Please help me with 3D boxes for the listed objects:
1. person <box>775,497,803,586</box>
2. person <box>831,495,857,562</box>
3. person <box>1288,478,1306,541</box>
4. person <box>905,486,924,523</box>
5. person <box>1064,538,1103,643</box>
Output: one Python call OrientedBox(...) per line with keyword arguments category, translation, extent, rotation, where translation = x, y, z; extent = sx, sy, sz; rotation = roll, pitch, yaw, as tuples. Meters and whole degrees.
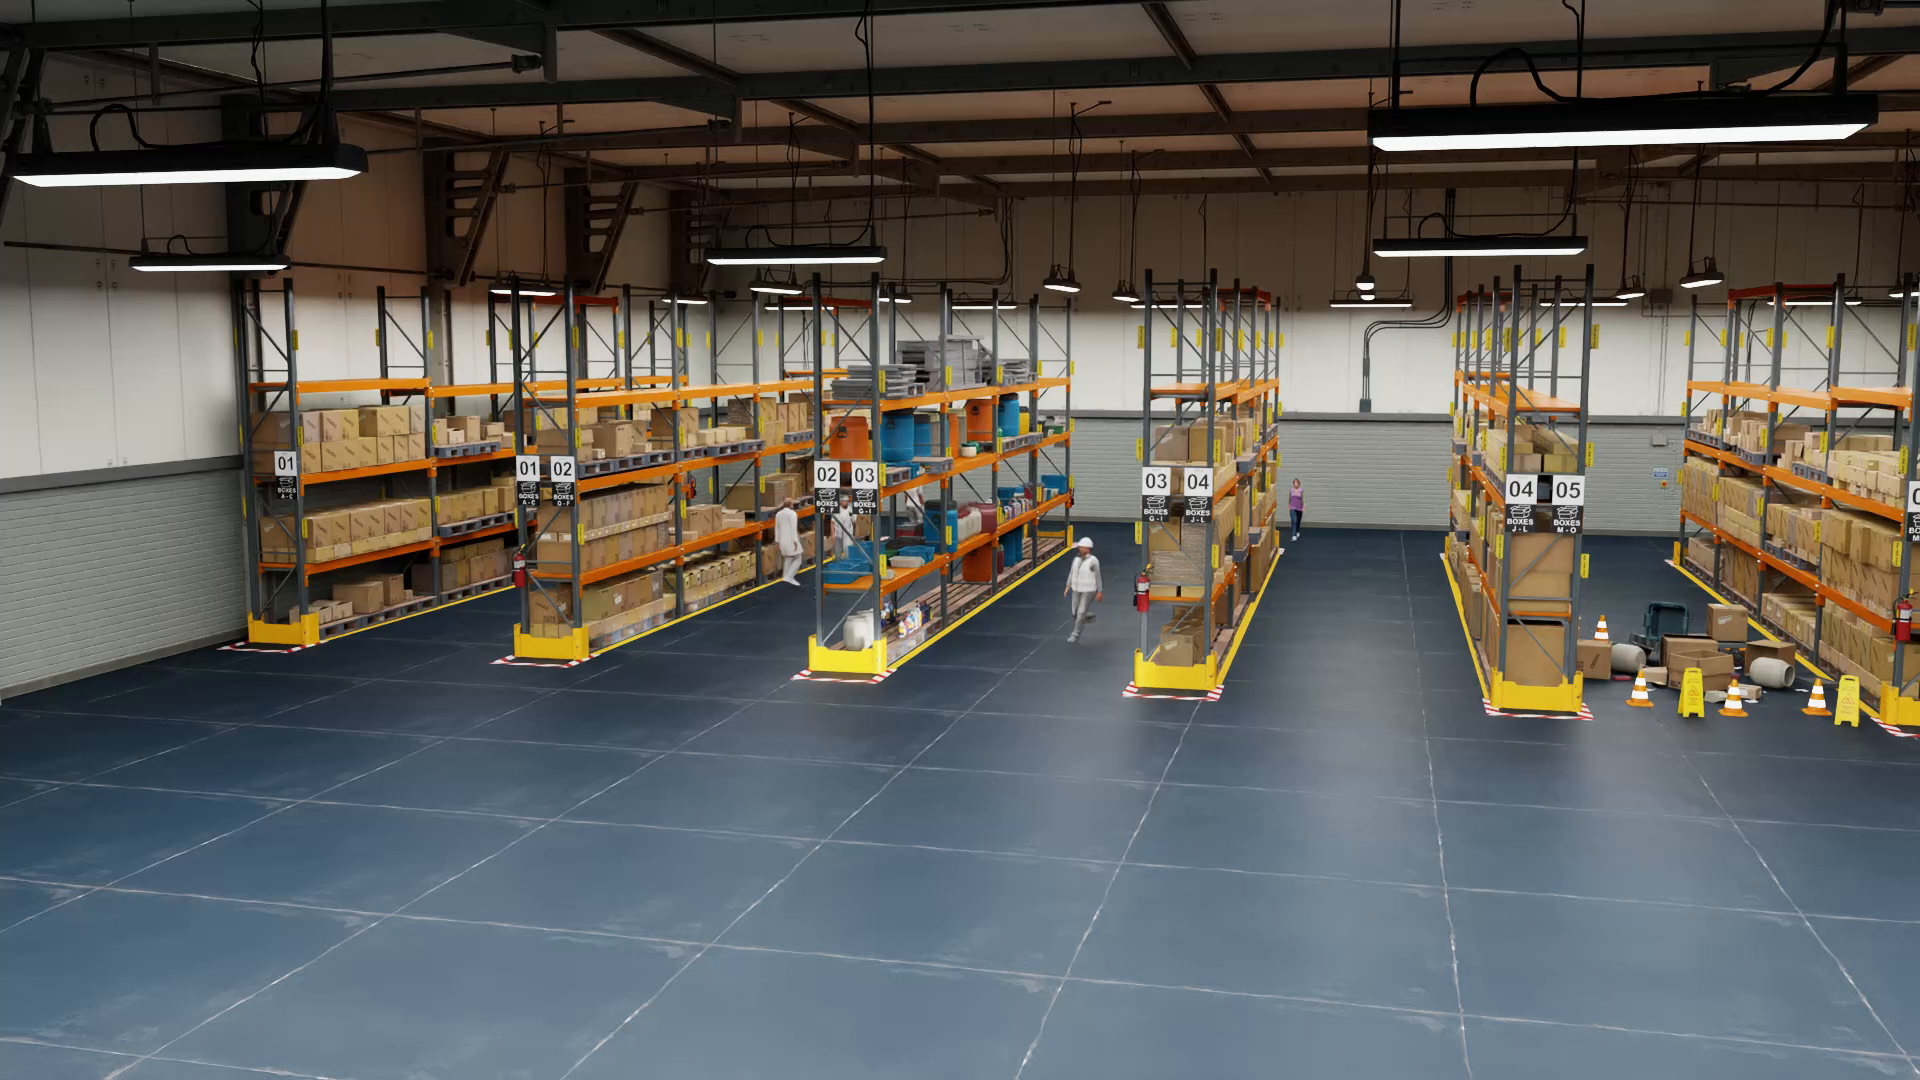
OrientedBox(category="person", translation=(-3.388, 0.036, 32.617), extent=(0.635, 1.722, 0.619), rotation=(3, 7, 22))
OrientedBox(category="person", translation=(-2.381, -0.137, 34.042), extent=(0.518, 1.660, 1.002), rotation=(1, 7, 4))
OrientedBox(category="person", translation=(8.465, -0.784, 41.764), extent=(0.405, 1.536, 1.009), rotation=(1, 7, 5))
OrientedBox(category="person", translation=(-1.130, -0.835, 41.405), extent=(0.676, 1.782, 0.476), rotation=(6, 9, 40))
OrientedBox(category="person", translation=(1.993, 0.824, 27.592), extent=(0.980, 1.712, 0.578), rotation=(-6, 9, -42))
